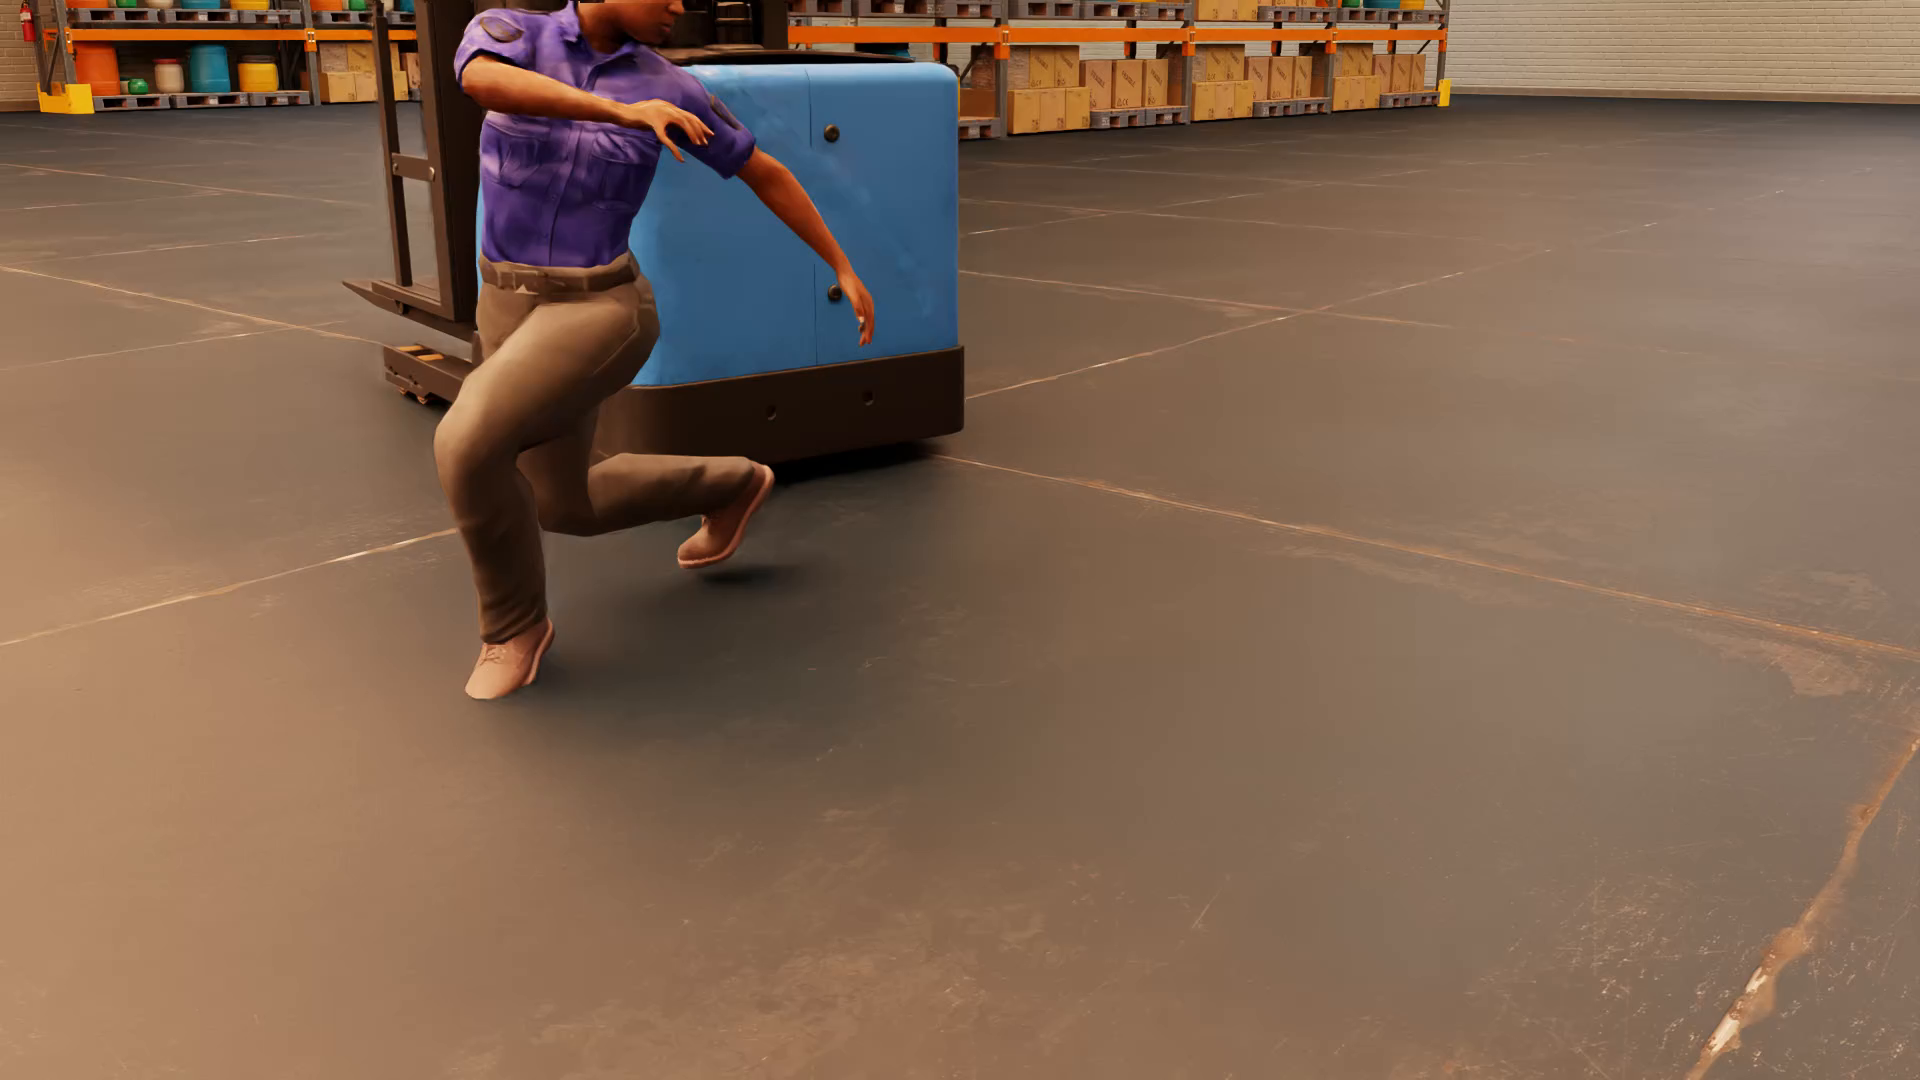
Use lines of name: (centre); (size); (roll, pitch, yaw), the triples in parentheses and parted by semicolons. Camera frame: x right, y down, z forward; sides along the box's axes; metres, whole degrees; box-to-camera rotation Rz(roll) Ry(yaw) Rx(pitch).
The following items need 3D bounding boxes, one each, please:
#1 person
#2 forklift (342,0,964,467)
person: (-0.592, -0.457, 3.161); (0.685, 1.431, 0.916); (6, 18, 18)
forklift: (-1.263, -1.913, 5.198); (1.130, 2.935, 3.031); (-12, 21, -34)
